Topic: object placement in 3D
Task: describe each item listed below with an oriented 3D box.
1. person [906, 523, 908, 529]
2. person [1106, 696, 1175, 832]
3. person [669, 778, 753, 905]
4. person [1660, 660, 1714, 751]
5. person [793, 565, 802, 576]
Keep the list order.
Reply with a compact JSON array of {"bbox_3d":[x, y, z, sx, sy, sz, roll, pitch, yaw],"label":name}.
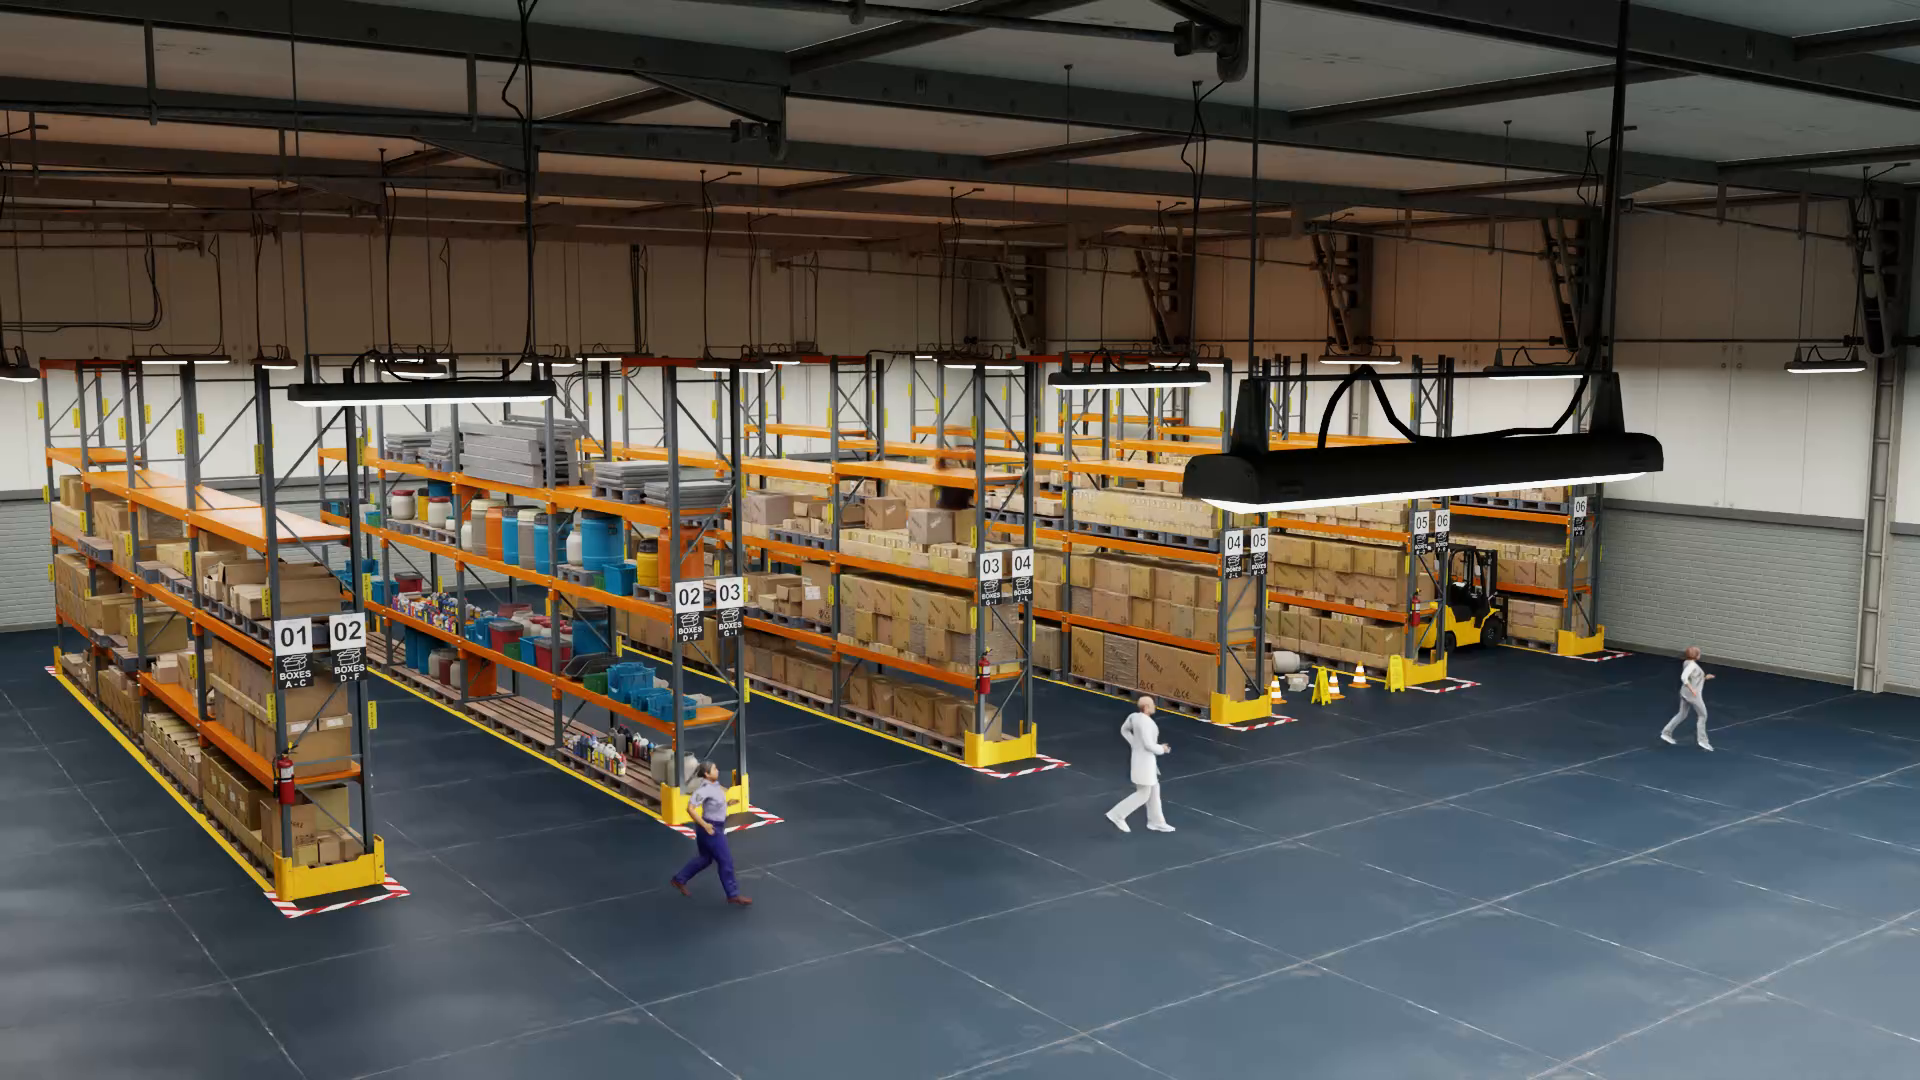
[{"bbox_3d":[-1.566,0.094,44.820,0.767,1.725,0.902,-4,8,-27],"label":"person"},{"bbox_3d":[2.324,2.892,21.345,0.934,1.799,0.734,-1,7,-8],"label":"person"},{"bbox_3d":[-2.804,3.368,18.640,0.940,1.438,0.563,-1,7,-7],"label":"person"},{"bbox_3d":[11.283,2.553,25.728,0.784,1.406,0.517,0,7,2],"label":"person"},{"bbox_3d":[-4.062,0.444,41.775,0.819,1.818,0.665,5,8,35],"label":"person"}]
